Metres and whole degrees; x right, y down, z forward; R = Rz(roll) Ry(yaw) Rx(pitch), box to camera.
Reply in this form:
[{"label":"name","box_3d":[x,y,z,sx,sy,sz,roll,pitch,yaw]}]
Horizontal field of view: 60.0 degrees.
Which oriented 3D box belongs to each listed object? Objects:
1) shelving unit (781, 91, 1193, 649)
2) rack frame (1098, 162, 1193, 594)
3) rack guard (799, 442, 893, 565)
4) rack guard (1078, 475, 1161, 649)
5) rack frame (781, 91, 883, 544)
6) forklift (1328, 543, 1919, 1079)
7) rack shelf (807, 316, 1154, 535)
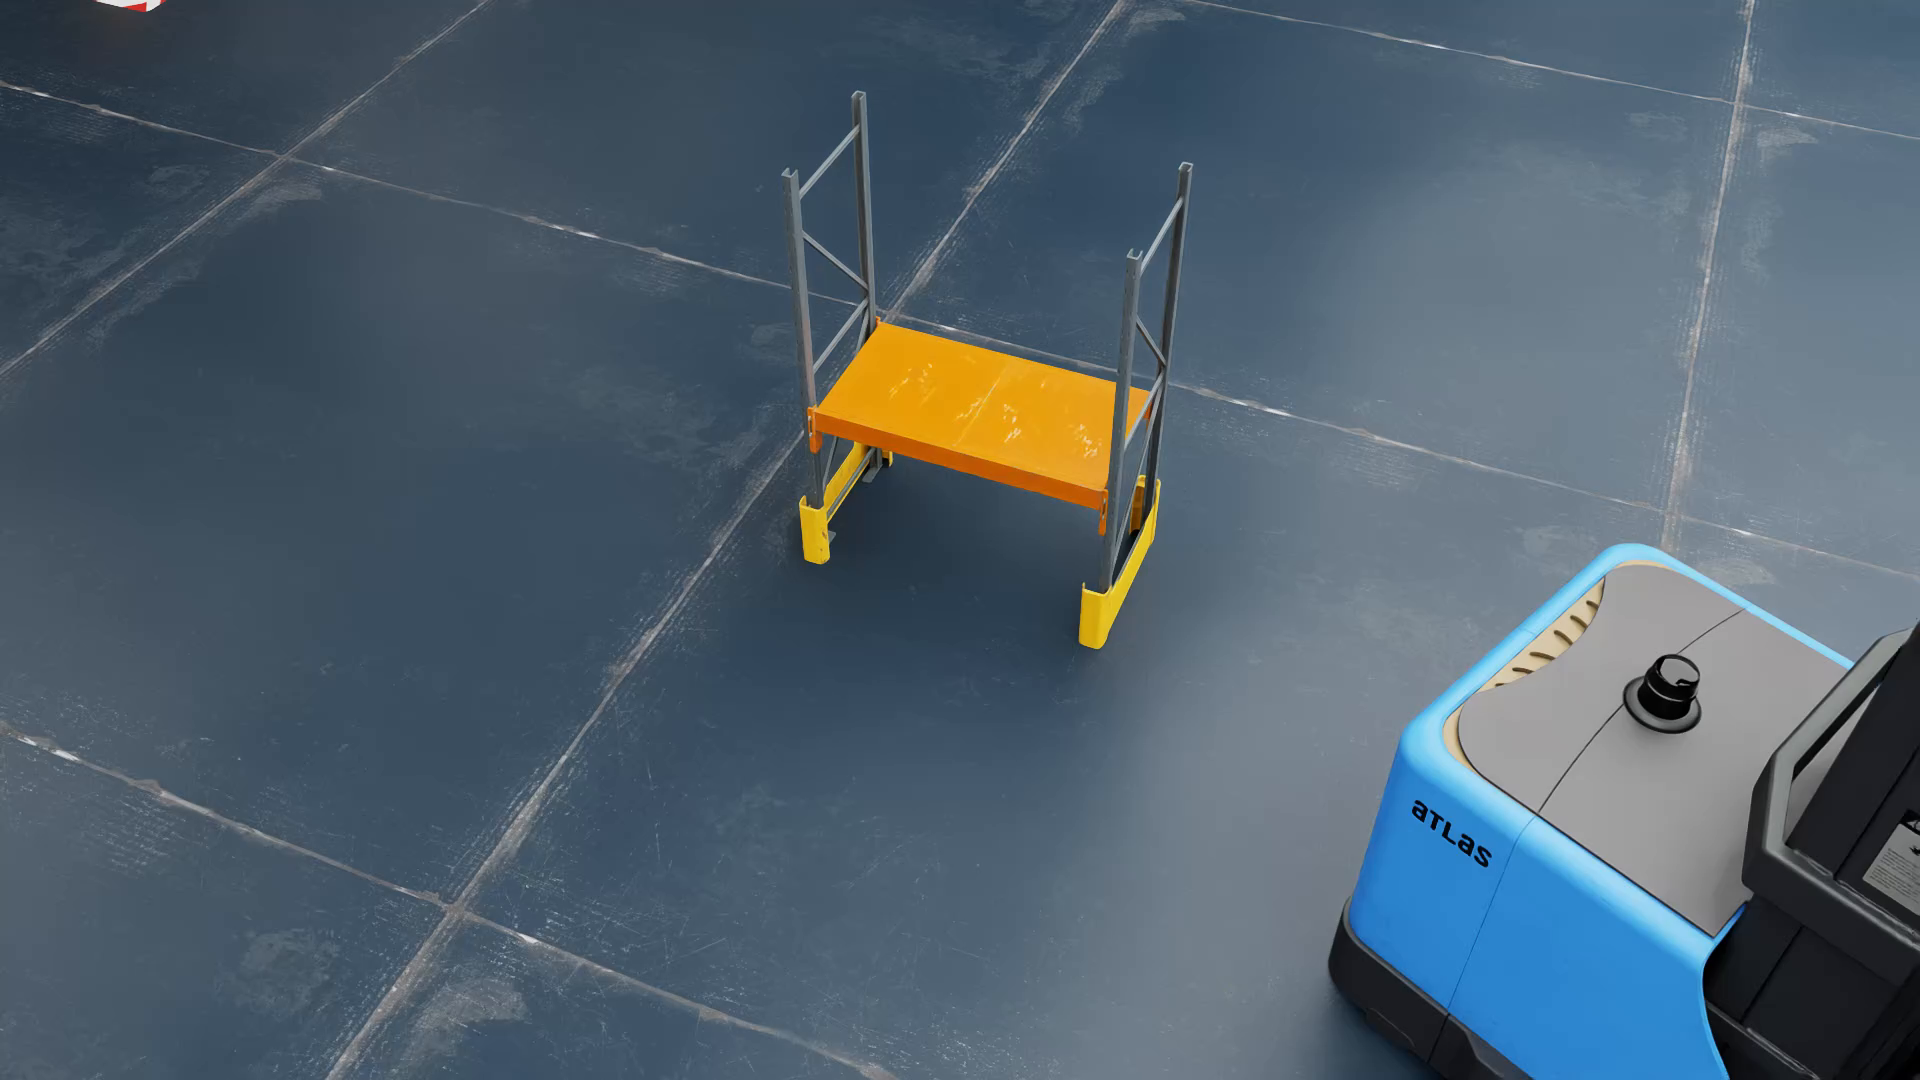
[{"label":"shelving unit","box_3d":[0.070,-0.511,5.200,1.083,1.500,0.587,16,47,16]},{"label":"rack frame","box_3d":[0.548,-0.370,5.059,0.032,1.500,0.500,16,47,16]},{"label":"rack guard","box_3d":[-0.389,-0.203,5.777,0.087,0.250,0.587,16,47,16]},{"label":"rack guard","box_3d":[0.530,0.067,5.505,0.087,0.250,0.587,16,47,16]},{"label":"rack frame","box_3d":[-0.390,-0.647,5.336,0.032,1.500,0.500,16,47,16]},{"label":"forklift","box_3d":[2.364,0.698,2.971,1.130,2.935,3.031,-33,54,-29]},{"label":"rack shelf","box_3d":[0.079,-0.381,5.325,1.000,0.185,0.538,16,47,16]}]
